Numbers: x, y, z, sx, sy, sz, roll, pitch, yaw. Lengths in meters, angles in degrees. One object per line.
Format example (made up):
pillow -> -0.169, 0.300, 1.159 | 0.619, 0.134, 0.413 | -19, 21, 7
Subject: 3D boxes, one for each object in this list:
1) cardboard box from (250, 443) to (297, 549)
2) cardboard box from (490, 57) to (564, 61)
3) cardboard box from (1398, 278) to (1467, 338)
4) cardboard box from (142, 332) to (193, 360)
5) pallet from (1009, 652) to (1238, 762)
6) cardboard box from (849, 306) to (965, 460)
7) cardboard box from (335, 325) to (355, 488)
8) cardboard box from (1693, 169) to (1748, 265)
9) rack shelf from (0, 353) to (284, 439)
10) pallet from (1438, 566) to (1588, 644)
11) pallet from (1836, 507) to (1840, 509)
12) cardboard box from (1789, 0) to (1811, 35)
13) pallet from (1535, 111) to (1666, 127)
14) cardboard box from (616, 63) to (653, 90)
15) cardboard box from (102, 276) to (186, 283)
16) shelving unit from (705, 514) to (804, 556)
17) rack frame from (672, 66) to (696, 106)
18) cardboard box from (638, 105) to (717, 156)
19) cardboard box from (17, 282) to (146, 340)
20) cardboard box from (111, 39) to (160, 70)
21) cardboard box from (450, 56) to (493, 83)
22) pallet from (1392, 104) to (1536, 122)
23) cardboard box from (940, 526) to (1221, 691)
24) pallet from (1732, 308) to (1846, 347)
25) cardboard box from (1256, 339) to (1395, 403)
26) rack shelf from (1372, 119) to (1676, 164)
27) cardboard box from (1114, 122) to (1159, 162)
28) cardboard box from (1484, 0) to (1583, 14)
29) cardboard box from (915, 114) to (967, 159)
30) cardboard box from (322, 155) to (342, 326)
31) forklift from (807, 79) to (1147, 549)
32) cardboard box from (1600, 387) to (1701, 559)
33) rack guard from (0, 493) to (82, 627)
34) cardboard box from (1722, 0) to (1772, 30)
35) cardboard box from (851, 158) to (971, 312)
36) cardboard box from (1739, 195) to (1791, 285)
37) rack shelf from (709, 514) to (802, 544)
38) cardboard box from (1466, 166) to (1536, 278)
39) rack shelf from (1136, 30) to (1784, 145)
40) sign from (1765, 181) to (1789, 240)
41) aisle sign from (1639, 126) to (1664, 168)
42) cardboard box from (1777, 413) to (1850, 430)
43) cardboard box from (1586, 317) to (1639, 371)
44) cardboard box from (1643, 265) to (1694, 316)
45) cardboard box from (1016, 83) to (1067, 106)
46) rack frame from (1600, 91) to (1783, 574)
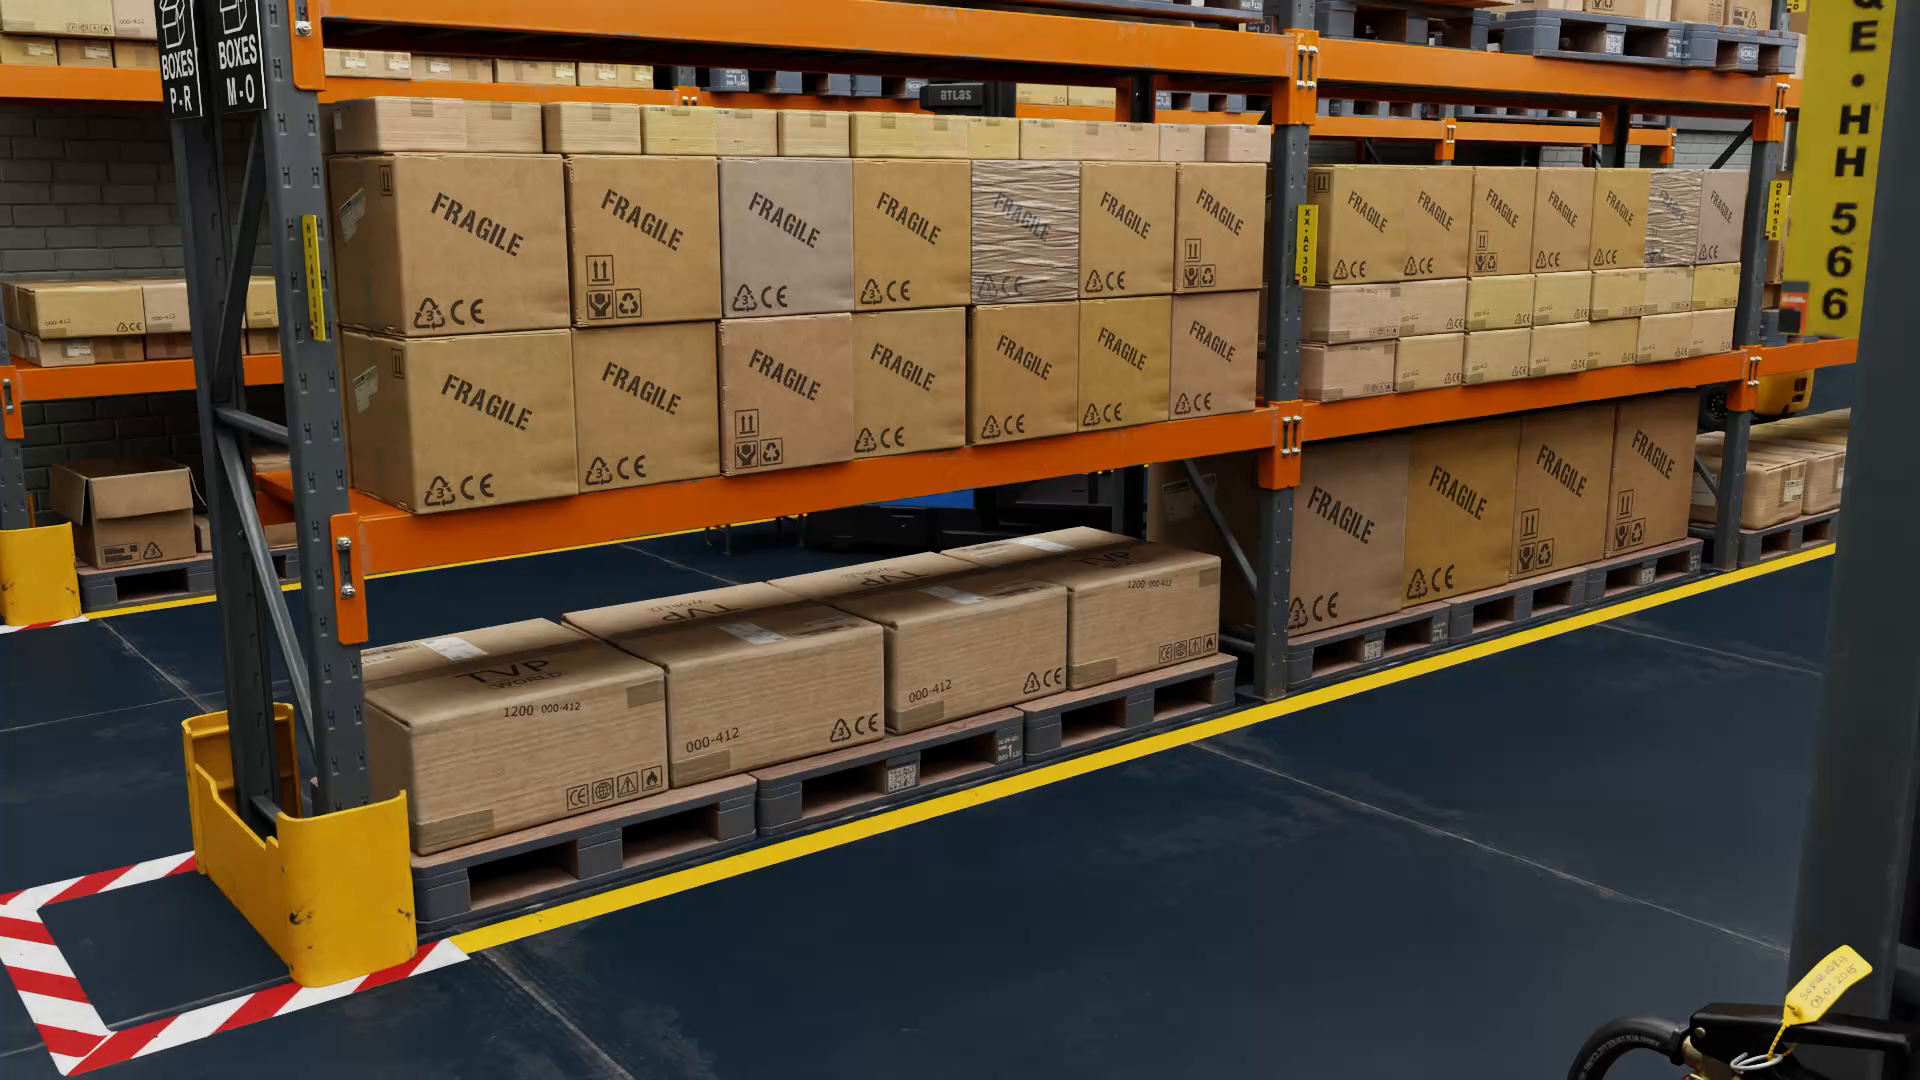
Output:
cardboard box -> -3.923, -0.275, 9.711 | 0.500, 0.500, 0.700 | -9, 15, -35
cardboard box -> -2.647, -3.010, 10.007 | 0.500, 0.250, 0.500 | -10, 16, -40
cardboard box -> 1.985, -1.093, 7.714 | 0.500, 0.250, 0.500 | -9, 15, -37
cardboard box -> -4.370, -1.080, 9.097 | 0.250, 0.149, 0.380 | -10, 15, -38
pallet -> 0.433, 0.611, 7.241 | 1.213, 0.211, 1.003 | -9, 15, -38
cardboard box -> -0.326, -0.585, 5.922 | 0.500, 0.500, 0.500 | -9, 15, -36
cardboard box -> -1.836, -0.474, 5.399 | 0.500, 0.500, 0.500 | -9, 15, -37
cardboard box -> 3.959, -1.786, 9.171 | 0.500, 0.500, 0.500 | -10, 16, -39
rack shelf -> -3.589, -1.032, 9.998 | 4.000, 0.370, 1.077 | -9, 15, -38
pallet -> 2.585, 0.254, 8.925 | 1.213, 0.211, 1.003 | -9, 15, -38
pallet -> 5.763, -0.252, 11.308 | 1.213, 0.211, 1.003 | -9, 15, -38
cardboard box -> 4.946, -2.995, 10.051 | 0.500, 0.500, 0.700 | -9, 15, -38
pallet -> 6.774, -4.537, 17.764 | 1.213, 0.211, 1.003 | -9, 15, -38
cardboard box -> -2.124, -2.893, 10.415 | 0.250, 0.149, 0.380 | -10, 15, -38
cardboard box -> -4.554, -1.366, 9.484 | 0.500, 0.250, 0.500 | -9, 15, -37
shelving unit -> -1.288, -0.989, 10.219 | 0.503, 2.100, 0.431 | -7, 14, -28
rack frame -> -2.028, -1.643, 11.146 | 0.127, 3.000, 1.000 | -9, 15, -38
cardboard box -> -0.968, -1.274, 5.197 | 0.250, 0.149, 0.380 | -10, 16, -39
cardboard box -> -4.629, -1.212, 8.758 | 0.500, 0.250, 0.500 | -9, 15, -37
cardboard box -> -4.358, -2.541, 8.757 | 0.250, 0.149, 0.380 | -9, 15, -37
cardboard box -> -2.954, -2.767, 9.823 | 0.250, 0.149, 0.380 | -9, 15, -36
pallet -> 4.869, -4.220, 16.273 | 1.213, 0.211, 1.003 | -9, 15, -38
cardboard box -> 0.519, 0.273, 7.277 | 0.875, 0.438, 0.875 | -10, 15, -38
pallet -> 4.689, -1.374, 10.338 | 1.003, 0.211, 1.213 | -9, 15, -38
cardboard box -> 1.585, -0.780, 7.439 | 0.500, 0.250, 0.500 | -10, 15, -39
rack shelf -> 5.781, -4.056, 17.020 | 4.000, 0.370, 1.077 | -9, 15, -38
cardboard box -> 0.560, -1.555, 6.521 | 0.250, 0.149, 0.380 | -9, 15, -38
cardboard box -> 2.721, -2.626, 7.864 | 0.258, 0.266, 0.396 | -8, 14, -33
cardboard box -> -0.186, -1.412, 5.849 | 0.250, 0.149, 0.380 | -9, 15, -38
cardboard box -> -1.820, -0.959, 5.274 | 0.500, 0.500, 0.500 | -9, 15, -36
forklift -> 0.615, -1.412, 10.222 | 3.031, 2.935, 1.130 | 2, 12, 9
cardboard box -> 3.608, -0.448, 9.619 | 0.875, 0.875, 0.875 | -10, 15, -38
rack guard -> -5.092, 0.089, 9.007 | 0.348, 0.500, 1.175 | -9, 15, -38
cardboard box -> 3.999, -3.007, 9.089 | 0.637, 0.503, 0.797 | -11, 16, -41
cardboard box -> -0.309, -1.075, 5.821 | 0.500, 0.500, 0.500 | -9, 15, -37
cardboard box -> 4.695, -1.778, 9.814 | 0.500, 0.500, 0.500 | -10, 16, -39
rack shelf -> -1.290, -0.292, 10.373 | 0.480, 0.518, 0.431 | -7, 14, -28
cardboard box -> 2.372, -1.522, 7.928 | 0.500, 0.500, 0.500 | -10, 16, -39
rack shelf -> 2.638, -2.214, 8.342 | 4.000, 0.370, 1.077 | -9, 15, -38
sign -> 4.549, -1.834, 9.259 | 0.005, 0.325, 0.100 | -9, 15, -38
aisle sign -> 7.577, -4.433, 18.025 | 0.004, 0.787, 0.394 | -9, 15, -38
cardboard box -> 6.356, -0.634, 11.710 | 0.625, 0.372, 0.950 | -8, 15, -34
cardboard box -> 3.174, -1.045, 8.690 | 0.500, 0.250, 0.500 | -10, 15, -38
cardboard box -> 3.582, -1.358, 8.958 | 0.500, 0.250, 0.500 | -10, 16, -39
cardboard box -> 0.455, -3.385, 12.487 | 0.500, 0.250, 0.500 | -9, 15, -37
rack frame -> 4.200, -1.358, 9.801 | 0.127, 3.000, 1.000 | -9, 15, -38
